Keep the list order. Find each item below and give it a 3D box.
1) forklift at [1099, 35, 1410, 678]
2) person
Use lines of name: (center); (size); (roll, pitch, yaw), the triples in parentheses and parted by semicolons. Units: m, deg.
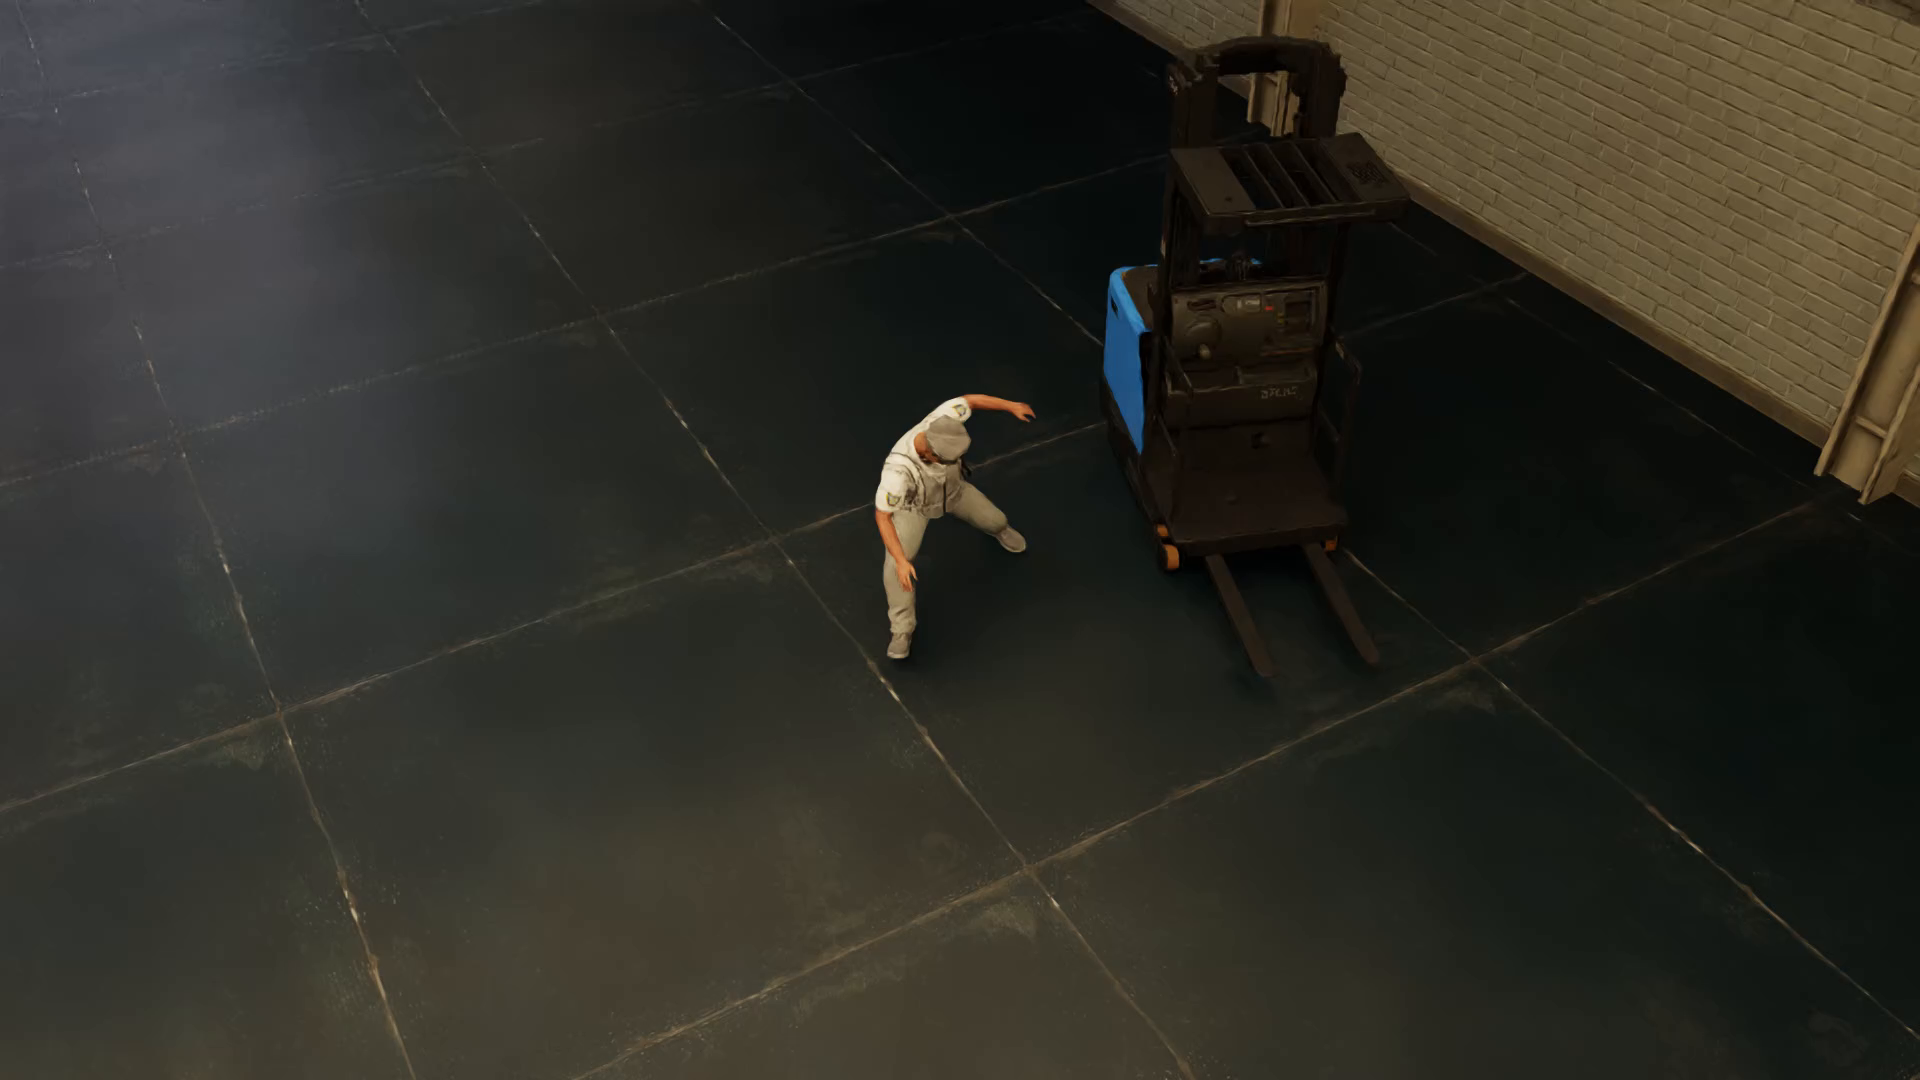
forklift: (1.716, -1.197, 9.479); (1.130, 2.935, 3.031); (-7, 40, -8)
person: (-0.055, -0.212, 9.455); (1.252, 1.463, 0.760); (-23, 45, -25)
